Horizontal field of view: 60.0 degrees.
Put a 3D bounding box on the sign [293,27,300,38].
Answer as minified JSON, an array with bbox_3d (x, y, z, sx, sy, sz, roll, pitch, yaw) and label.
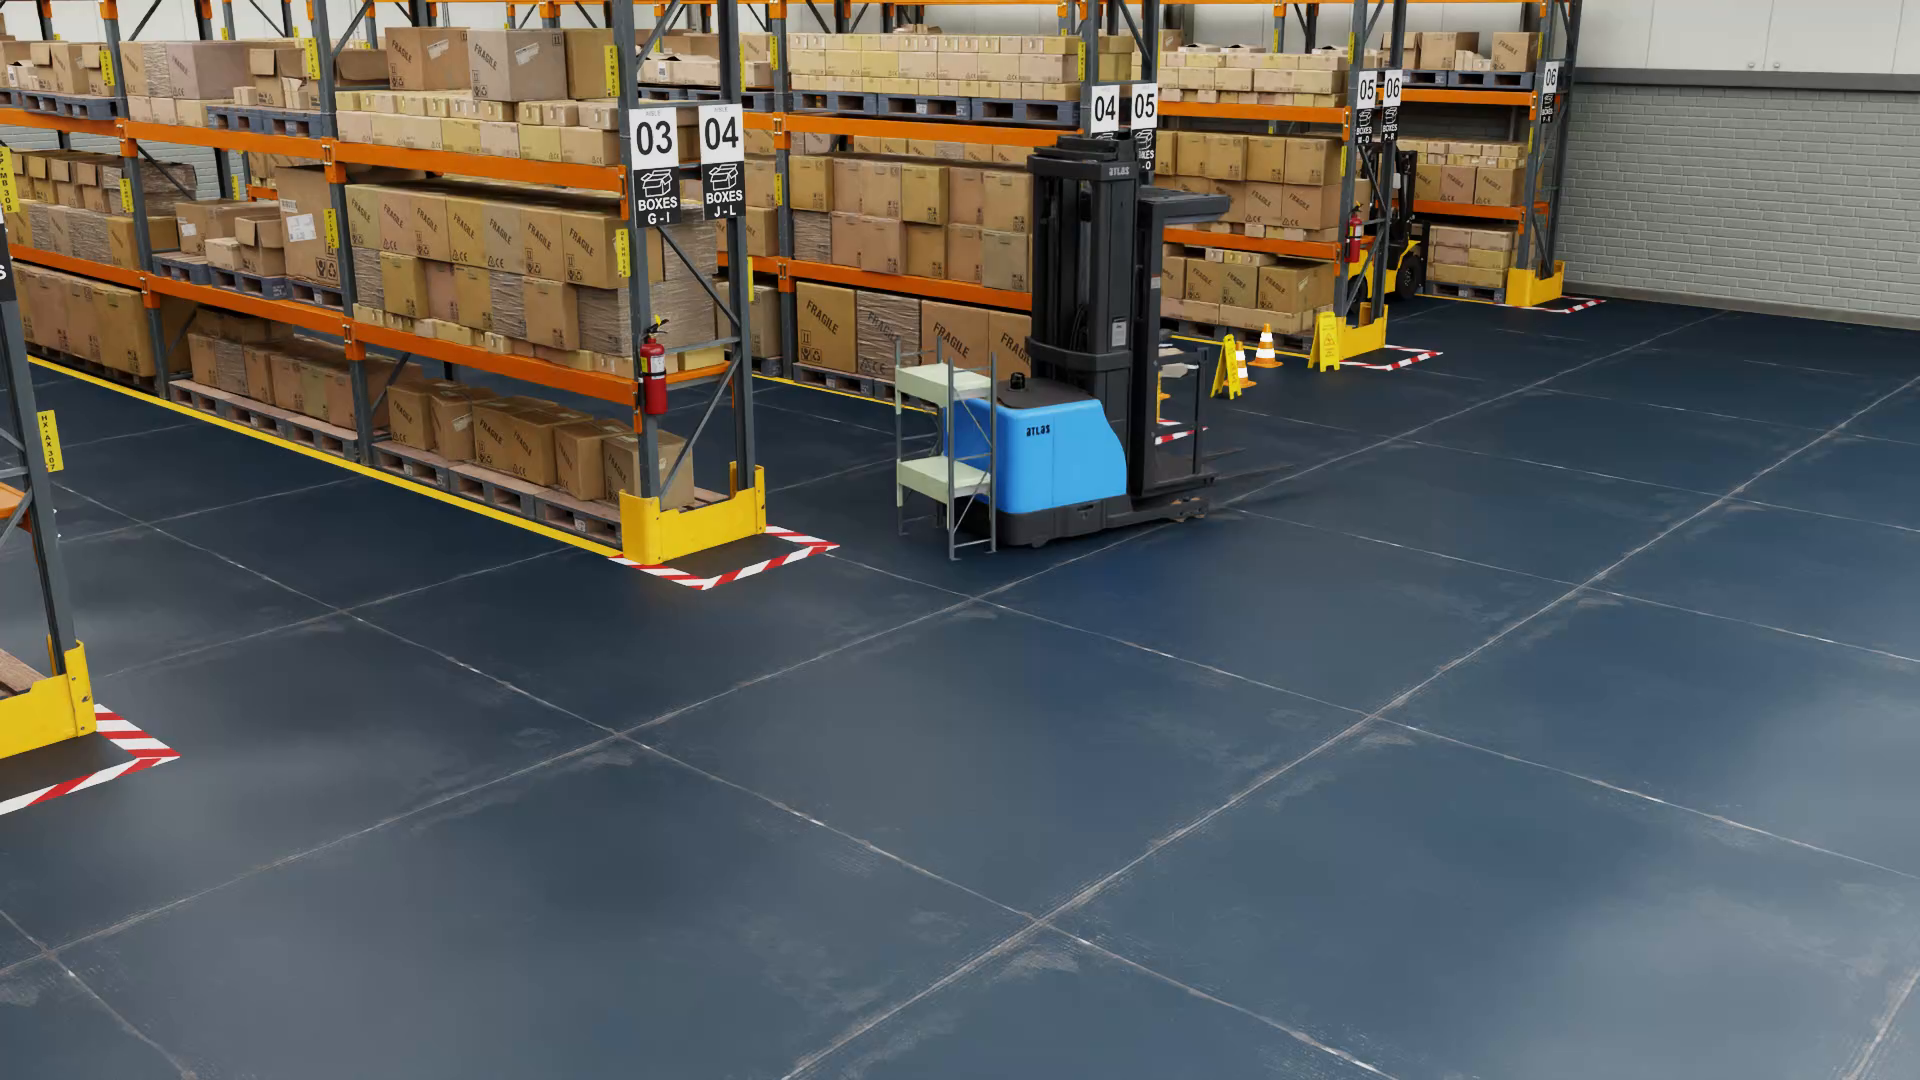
[{"bbox_3d":[-10.146,-7.677,25.421,0.005,0.325,0.100,15,23,39],"label":"sign"}]

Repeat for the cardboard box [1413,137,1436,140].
[{"bbox_3d":[6.693,-5.687,23.842,0.250,0.149,0.380,15,23,40],"label":"cardboard box"}]

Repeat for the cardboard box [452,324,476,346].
[{"bbox_3d":[-3.830,-1.663,13.309,0.250,0.149,0.380,15,23,39],"label":"cardboard box"}]

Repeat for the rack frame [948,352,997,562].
[{"bbox_3d":[0.089,-0.593,12.002,0.400,1.500,0.023,-11,21,-31],"label":"rack frame"}]

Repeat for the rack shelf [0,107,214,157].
[{"bbox_3d":[-9.409,-4.484,18.012,4.000,0.370,1.077,15,23,39],"label":"rack shelf"}]

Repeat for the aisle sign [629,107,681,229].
[{"bbox_3d":[-2.083,-2.548,11.384,0.004,0.787,0.394,15,23,39],"label":"aisle sign"}]

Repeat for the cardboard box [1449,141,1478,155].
[{"bbox_3d":[6.977,-5.434,23.045,0.250,0.149,0.380,15,23,40],"label":"cardboard box"}]

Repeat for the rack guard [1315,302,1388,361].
[{"bbox_3d":[4.591,-2.455,19.522,0.348,0.500,1.175,15,23,39],"label":"rack guard"}]

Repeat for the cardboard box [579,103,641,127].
[{"bbox_3d":[-2.462,-3.002,11.741,0.250,0.149,0.380,14,22,38],"label":"cardboard box"}]

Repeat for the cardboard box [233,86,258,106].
[{"bbox_3d":[-6.390,-4.065,15.194,0.250,0.166,0.380,14,22,38],"label":"cardboard box"}]

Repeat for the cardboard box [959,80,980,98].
[{"bbox_3d":[0.203,-4.244,15.621,0.250,0.149,0.380,15,23,38],"label":"cardboard box"}]

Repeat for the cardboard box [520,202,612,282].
[{"bbox_3d":[-2.883,-2.209,12.303,0.500,0.500,0.500,15,23,39],"label":"cardboard box"}]

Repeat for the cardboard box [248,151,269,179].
[{"bbox_3d":[-10.377,-5.741,25.084,0.500,0.500,0.500,16,24,42],"label":"cardboard box"}]

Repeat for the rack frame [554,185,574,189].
[{"bbox_3d":[-4.546,-4.097,20.564,0.127,3.000,1.000,15,23,39],"label":"rack frame"}]

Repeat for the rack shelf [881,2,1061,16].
[{"bbox_3d":[0.461,-9.089,28.225,4.000,0.370,1.077,15,23,39],"label":"rack shelf"}]

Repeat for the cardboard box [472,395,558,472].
[{"bbox_3d":[-3.699,-0.892,13.901,0.500,0.500,0.500,13,22,34],"label":"cardboard box"}]

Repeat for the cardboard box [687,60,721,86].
[{"bbox_3d":[-2.623,-5.099,18.148,0.500,0.250,0.500,15,23,39],"label":"cardboard box"}]

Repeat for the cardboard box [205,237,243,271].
[{"bbox_3d":[-6.812,-2.736,15.827,0.500,0.250,0.500,14,22,38],"label":"cardboard box"}]

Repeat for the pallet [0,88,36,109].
[{"bbox_3d":[-10.187,-4.964,18.653,1.217,0.209,0.805,14,22,37],"label":"pallet"}]

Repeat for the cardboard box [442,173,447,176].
[{"bbox_3d":[-6.580,-4.822,21.585,0.250,0.149,0.380,16,24,41],"label":"cardboard box"}]

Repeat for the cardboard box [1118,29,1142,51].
[{"bbox_3d":[2.780,-7.807,26.270,0.500,0.500,0.700,14,23,38],"label":"cardboard box"}]

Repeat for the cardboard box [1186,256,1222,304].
[{"bbox_3d":[3.110,-3.187,20.307,0.500,0.500,0.500,14,23,38],"label":"cardboard box"}]

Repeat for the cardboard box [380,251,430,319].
[{"bbox_3d":[-4.275,-2.169,13.831,0.500,0.500,0.875,15,23,39],"label":"cardboard box"}]

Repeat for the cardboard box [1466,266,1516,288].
[{"bbox_3d":[7.379,-3.668,23.061,0.500,0.250,0.500,15,23,40],"label":"cardboard box"}]

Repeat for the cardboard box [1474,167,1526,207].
[{"bbox_3d":[7.398,-4.842,22.745,0.500,0.500,0.500,14,23,38],"label":"cardboard box"}]

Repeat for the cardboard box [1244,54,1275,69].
[{"bbox_3d":[3.495,-5.543,19.259,0.250,0.149,0.380,15,23,39],"label":"cardboard box"}]

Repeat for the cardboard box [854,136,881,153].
[{"bbox_3d":[-1.153,-5.485,23.583,0.500,0.500,0.500,14,22,38],"label":"cardboard box"}]

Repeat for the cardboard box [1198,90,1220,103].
[{"bbox_3d":[3.017,-5.248,19.646,0.250,0.149,0.380,15,23,39],"label":"cardboard box"}]

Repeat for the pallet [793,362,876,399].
[{"bbox_3d":[-1.037,-1.795,17.918,1.213,0.211,1.003,15,23,39],"label":"pallet"}]

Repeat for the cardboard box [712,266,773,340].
[{"bbox_3d":[-2.797,-2.721,19.252,0.750,0.750,1.050,15,23,39],"label":"cardboard box"}]

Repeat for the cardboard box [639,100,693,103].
[{"bbox_3d":[-2.112,-3.119,12.111,0.250,0.149,0.380,16,23,40],"label":"cardboard box"}]

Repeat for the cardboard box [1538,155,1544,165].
[{"bbox_3d":[7.858,-5.239,22.923,0.250,0.149,0.380,14,23,38],"label":"cardboard box"}]

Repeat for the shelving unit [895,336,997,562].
[{"bbox_3d":[-0.110,-0.686,12.294,0.431,1.500,0.755,-11,21,-31],"label":"shelving unit"}]

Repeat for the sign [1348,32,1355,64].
[{"bbox_3d":[4.265,-5.362,18.125,0.005,0.325,0.100,15,23,39],"label":"sign"}]

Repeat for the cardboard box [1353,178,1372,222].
[{"bbox_3d":[4.478,-3.979,19.533,0.500,0.500,0.500,15,23,38],"label":"cardboard box"}]

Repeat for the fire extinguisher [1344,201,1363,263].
[{"bbox_3d":[4.428,-3.467,18.706,0.183,0.674,0.296,15,23,39],"label":"fire extinguisher"}]

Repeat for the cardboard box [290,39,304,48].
[{"bbox_3d":[-9.296,-7.055,23.687,0.250,0.149,0.380,16,24,41],"label":"cardboard box"}]

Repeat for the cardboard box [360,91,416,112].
[{"bbox_3d":[-4.639,-3.568,13.525,0.250,0.149,0.380,14,22,37],"label":"cardboard box"}]

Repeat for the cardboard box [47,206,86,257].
[{"bbox_3d":[-9.586,-3.394,18.181,0.500,0.500,0.500,16,23,40],"label":"cardboard box"}]

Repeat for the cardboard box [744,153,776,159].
[{"bbox_3d":[-2.315,-4.020,18.501,0.500,0.500,0.700,15,23,38],"label":"cardboard box"}]

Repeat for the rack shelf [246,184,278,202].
[{"bbox_3d":[-9.033,-4.959,24.469,4.000,0.370,1.077,15,23,39],"label":"rack shelf"}]

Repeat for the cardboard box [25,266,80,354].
[{"bbox_3d":[-9.744,-2.683,18.925,0.875,0.875,1.225,14,22,37],"label":"cardboard box"}]

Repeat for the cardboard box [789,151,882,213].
[{"bbox_3d":[-1.301,-3.799,17.589,0.550,0.550,0.875,15,23,39],"label":"cardboard box"}]

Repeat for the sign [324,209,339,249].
[{"bbox_3d":[-5.287,-2.618,13.988,0.005,0.325,0.100,15,23,39],"label":"sign"}]

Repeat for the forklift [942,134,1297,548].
[{"bbox_3d":[1.369,-1.657,12.988,3.031,2.935,1.130,-11,21,-31],"label":"forklift"}]

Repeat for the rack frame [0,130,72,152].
[{"bbox_3d":[-10.905,-3.799,19.623,0.127,3.000,1.000,15,23,39],"label":"rack frame"}]

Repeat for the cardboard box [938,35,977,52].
[{"bbox_3d":[0.010,-4.675,15.664,0.250,0.149,0.380,15,23,38],"label":"cardboard box"}]

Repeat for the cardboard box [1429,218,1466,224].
[{"bbox_3d":[6.963,-4.463,23.914,0.500,0.250,0.500,15,23,39],"label":"cardboard box"}]

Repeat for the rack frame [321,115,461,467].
[{"bbox_3d":[-4.922,-2.192,14.561,0.127,3.000,1.000,15,23,39],"label":"rack frame"}]

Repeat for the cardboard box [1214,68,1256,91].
[{"bbox_3d":[3.320,-5.378,19.395,0.500,0.250,0.500,16,24,41],"label":"cardboard box"}]

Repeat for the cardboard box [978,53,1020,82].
[{"bbox_3d":[0.513,-4.375,15.376,0.500,0.250,0.500,15,23,39],"label":"cardboard box"}]

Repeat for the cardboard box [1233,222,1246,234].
[{"bbox_3d":[3.475,-3.749,19.880,0.250,0.149,0.380,15,23,40],"label":"cardboard box"}]
